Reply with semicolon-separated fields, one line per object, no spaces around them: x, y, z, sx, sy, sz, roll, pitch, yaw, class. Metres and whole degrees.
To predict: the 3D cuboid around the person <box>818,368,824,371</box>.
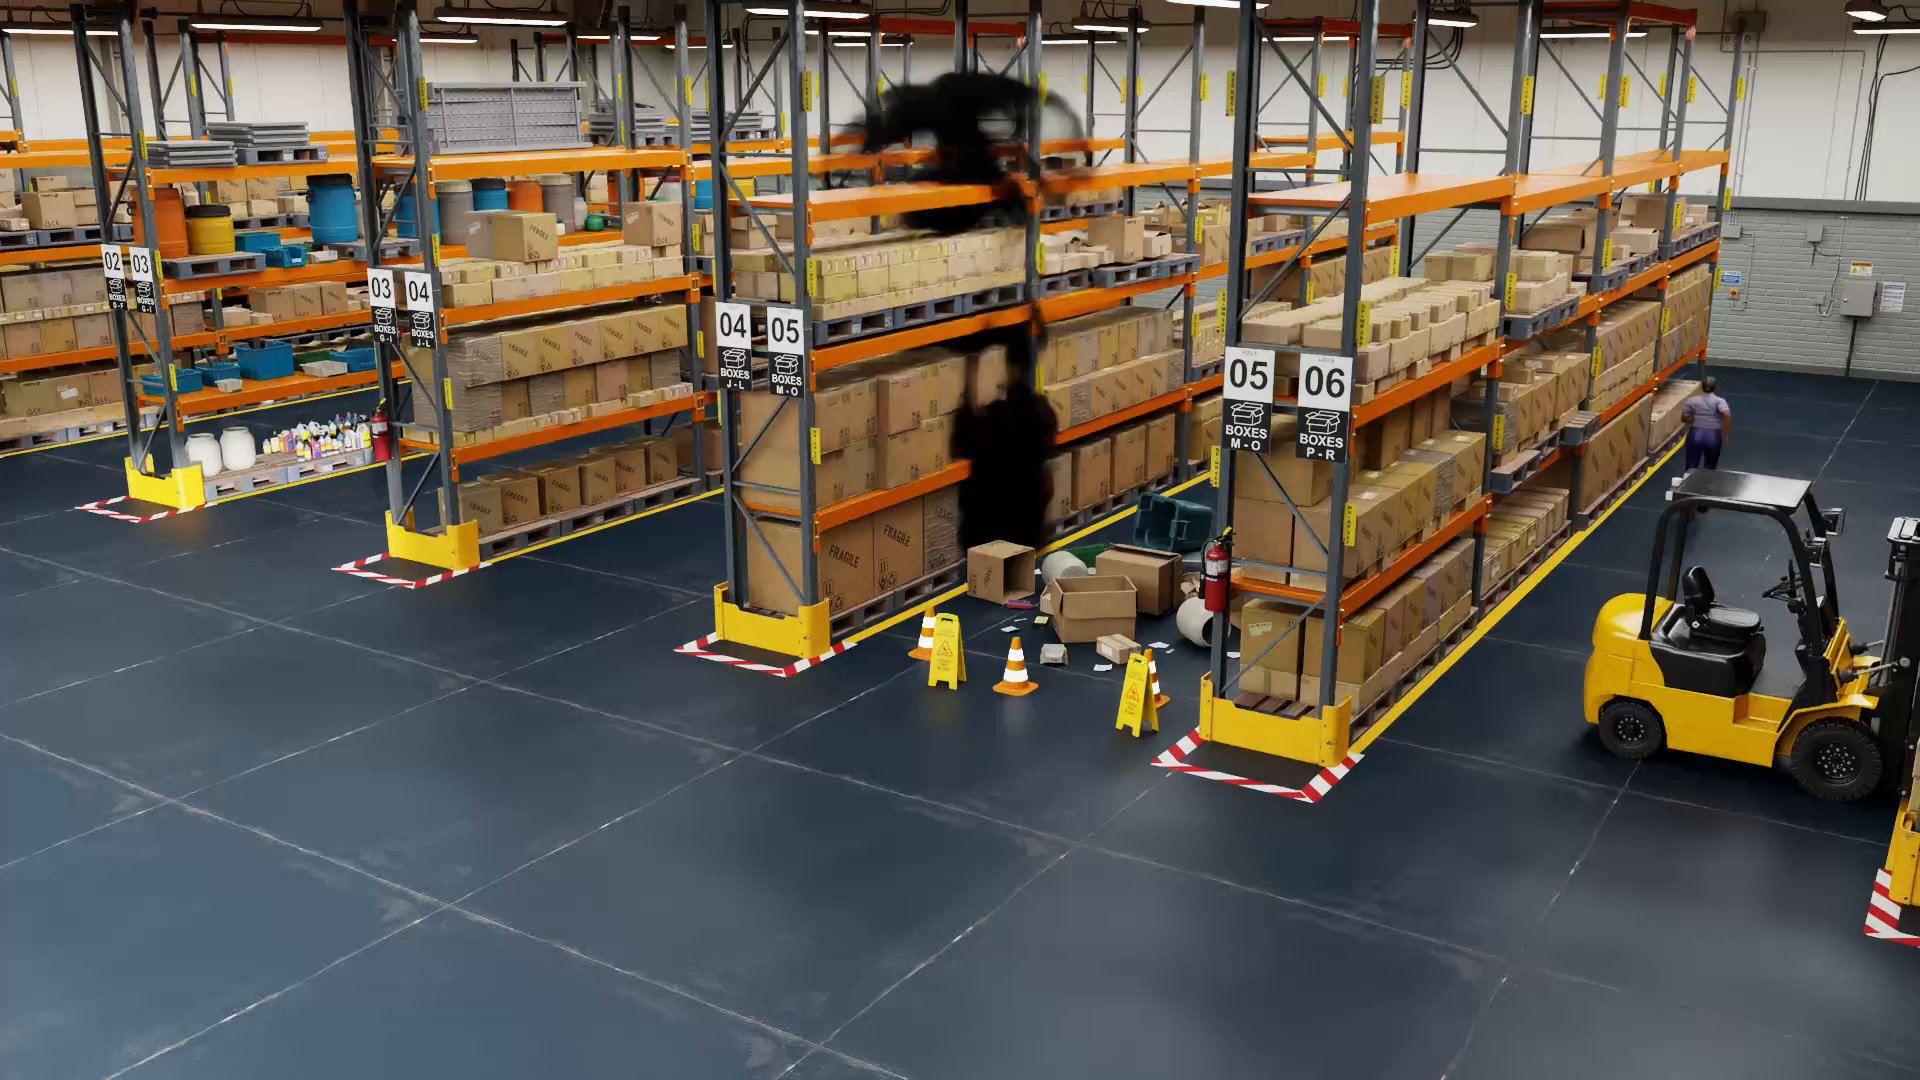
-1.438;-1.082;18.914;0.584;1.777;0.730;11;19;34;person

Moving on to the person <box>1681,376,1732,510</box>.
9.079;-1.153;20.329;0.570;1.707;0.807;7;17;24;person
